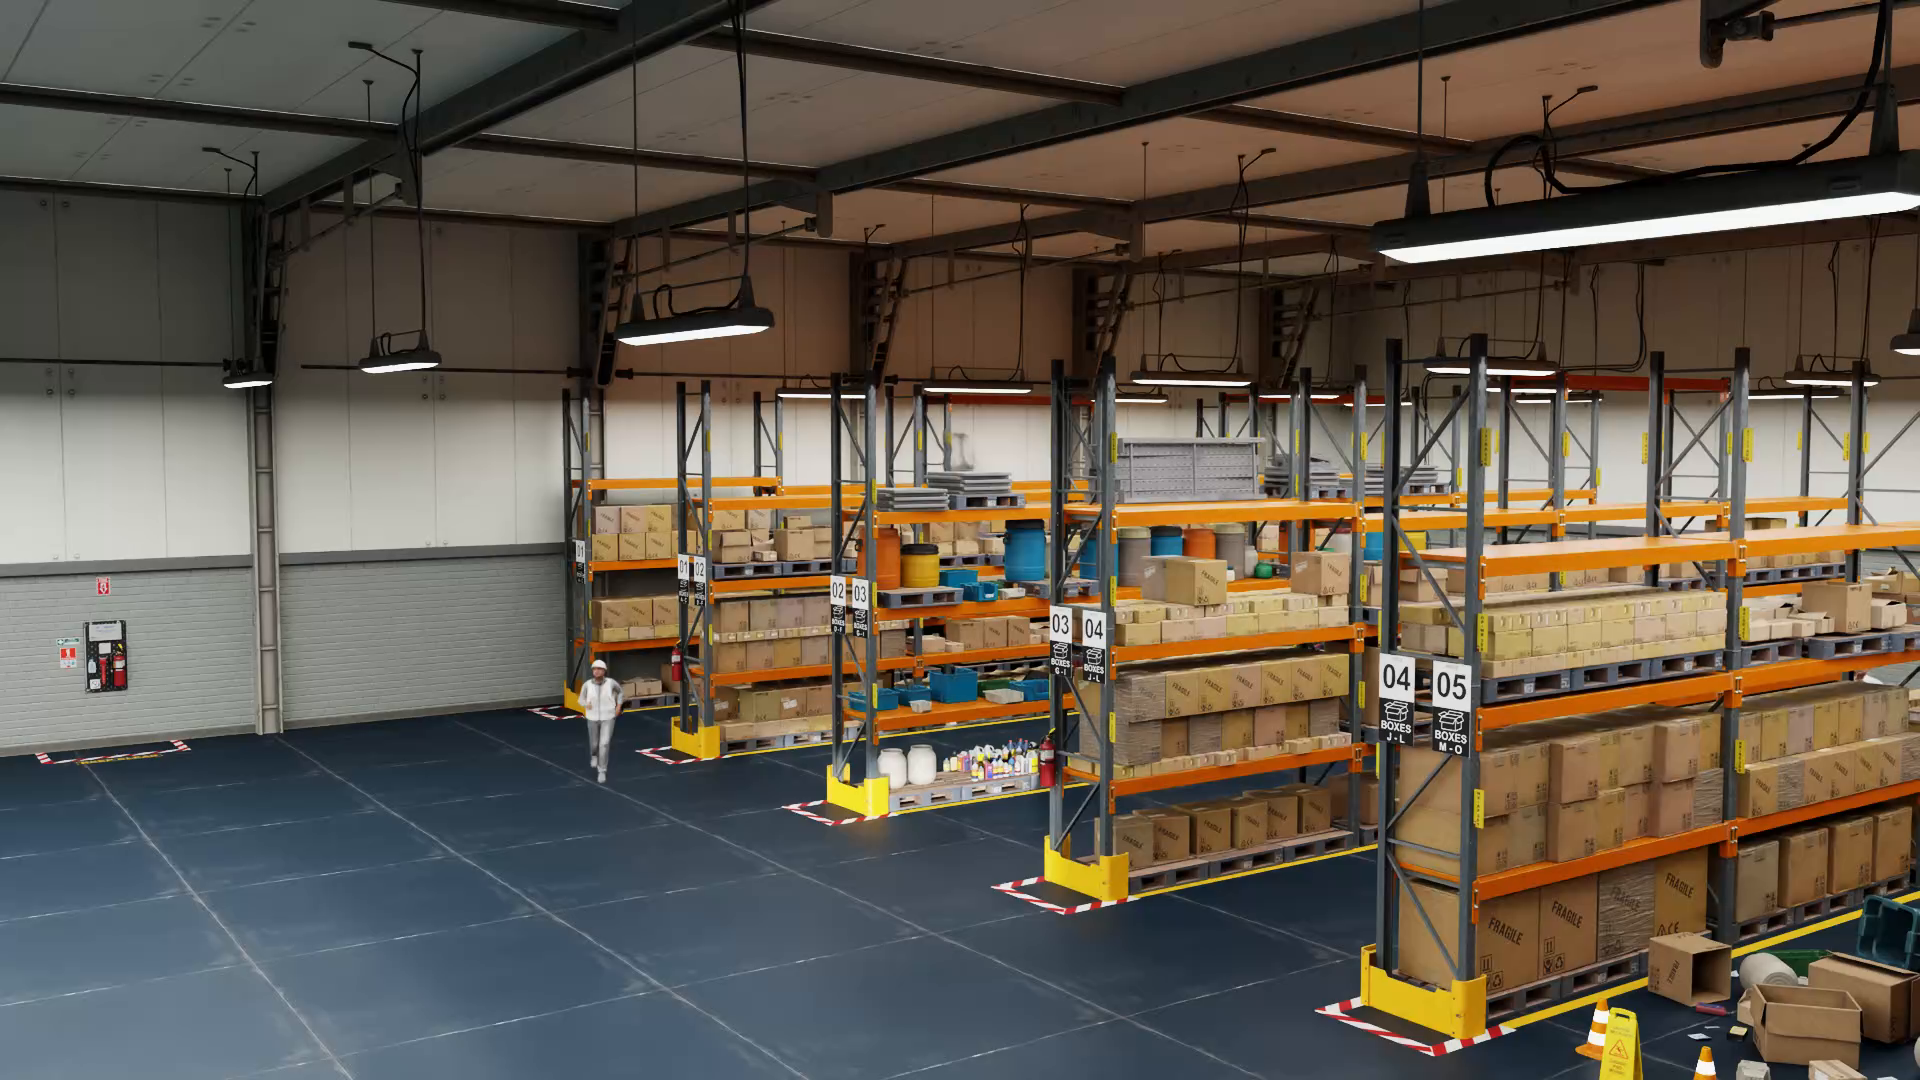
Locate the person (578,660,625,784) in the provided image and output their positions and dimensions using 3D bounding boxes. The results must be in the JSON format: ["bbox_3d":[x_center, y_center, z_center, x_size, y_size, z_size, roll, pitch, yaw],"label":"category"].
[{"bbox_3d":[-5.385,2.680,24.971,0.669,1.784,0.957,0,4,-5],"label":"person"}]

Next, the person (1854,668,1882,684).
[{"bbox_3d":[13.462,2.680,24.943,0.673,1.792,0.765,4,5,45],"label":"person"}]
